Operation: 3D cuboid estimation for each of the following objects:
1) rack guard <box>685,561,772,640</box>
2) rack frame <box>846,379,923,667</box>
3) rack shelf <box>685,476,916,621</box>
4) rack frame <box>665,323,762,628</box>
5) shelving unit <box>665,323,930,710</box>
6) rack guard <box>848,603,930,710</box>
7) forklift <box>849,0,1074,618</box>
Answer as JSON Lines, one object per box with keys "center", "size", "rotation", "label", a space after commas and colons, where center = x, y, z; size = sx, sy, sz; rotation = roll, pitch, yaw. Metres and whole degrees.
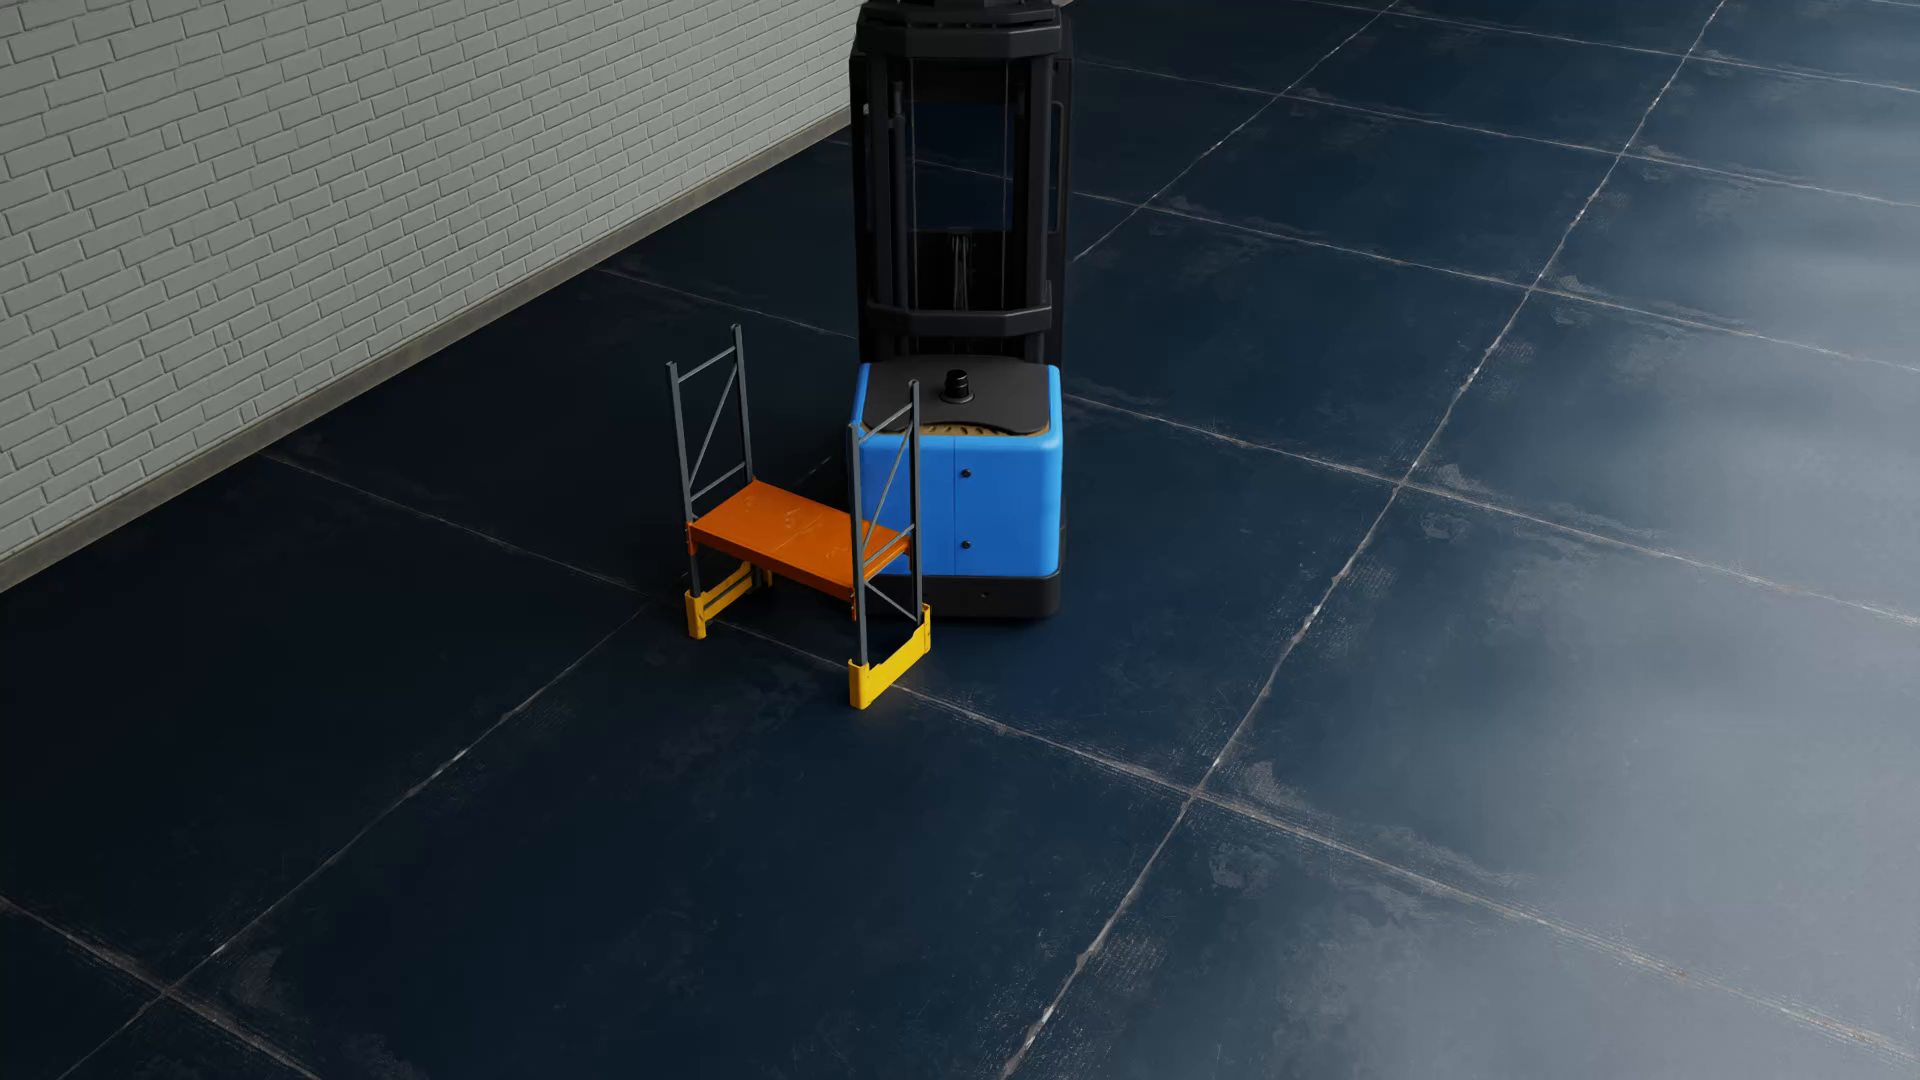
{"center": [-1.166, 0.247, 8.424], "size": [0.087, 0.250, 0.587], "rotation": [20, 39, 27], "label": "rack guard"}
{"center": [-0.332, 0.030, 7.623], "size": [0.032, 1.500, 0.500], "rotation": [20, 39, 27], "label": "rack frame"}
{"center": [-0.757, 0.025, 7.954], "size": [1.000, 0.185, 0.538], "rotation": [20, 39, 27], "label": "rack shelf"}
{"center": [-1.182, -0.279, 8.087], "size": [0.032, 1.500, 0.500], "rotation": [20, 39, 27], "label": "rack frame"}
{"center": [-0.750, -0.122, 7.851], "size": [1.083, 1.500, 0.587], "rotation": [20, 39, 27], "label": "shelving unit"}
{"center": [-0.333, 0.550, 7.970], "size": [0.087, 0.250, 0.587], "rotation": [20, 39, 27], "label": "rack guard"}
{"center": [0.013, -1.617, 8.805], "size": [1.130, 2.935, 3.031], "rotation": [1, 34, 1], "label": "forklift"}
